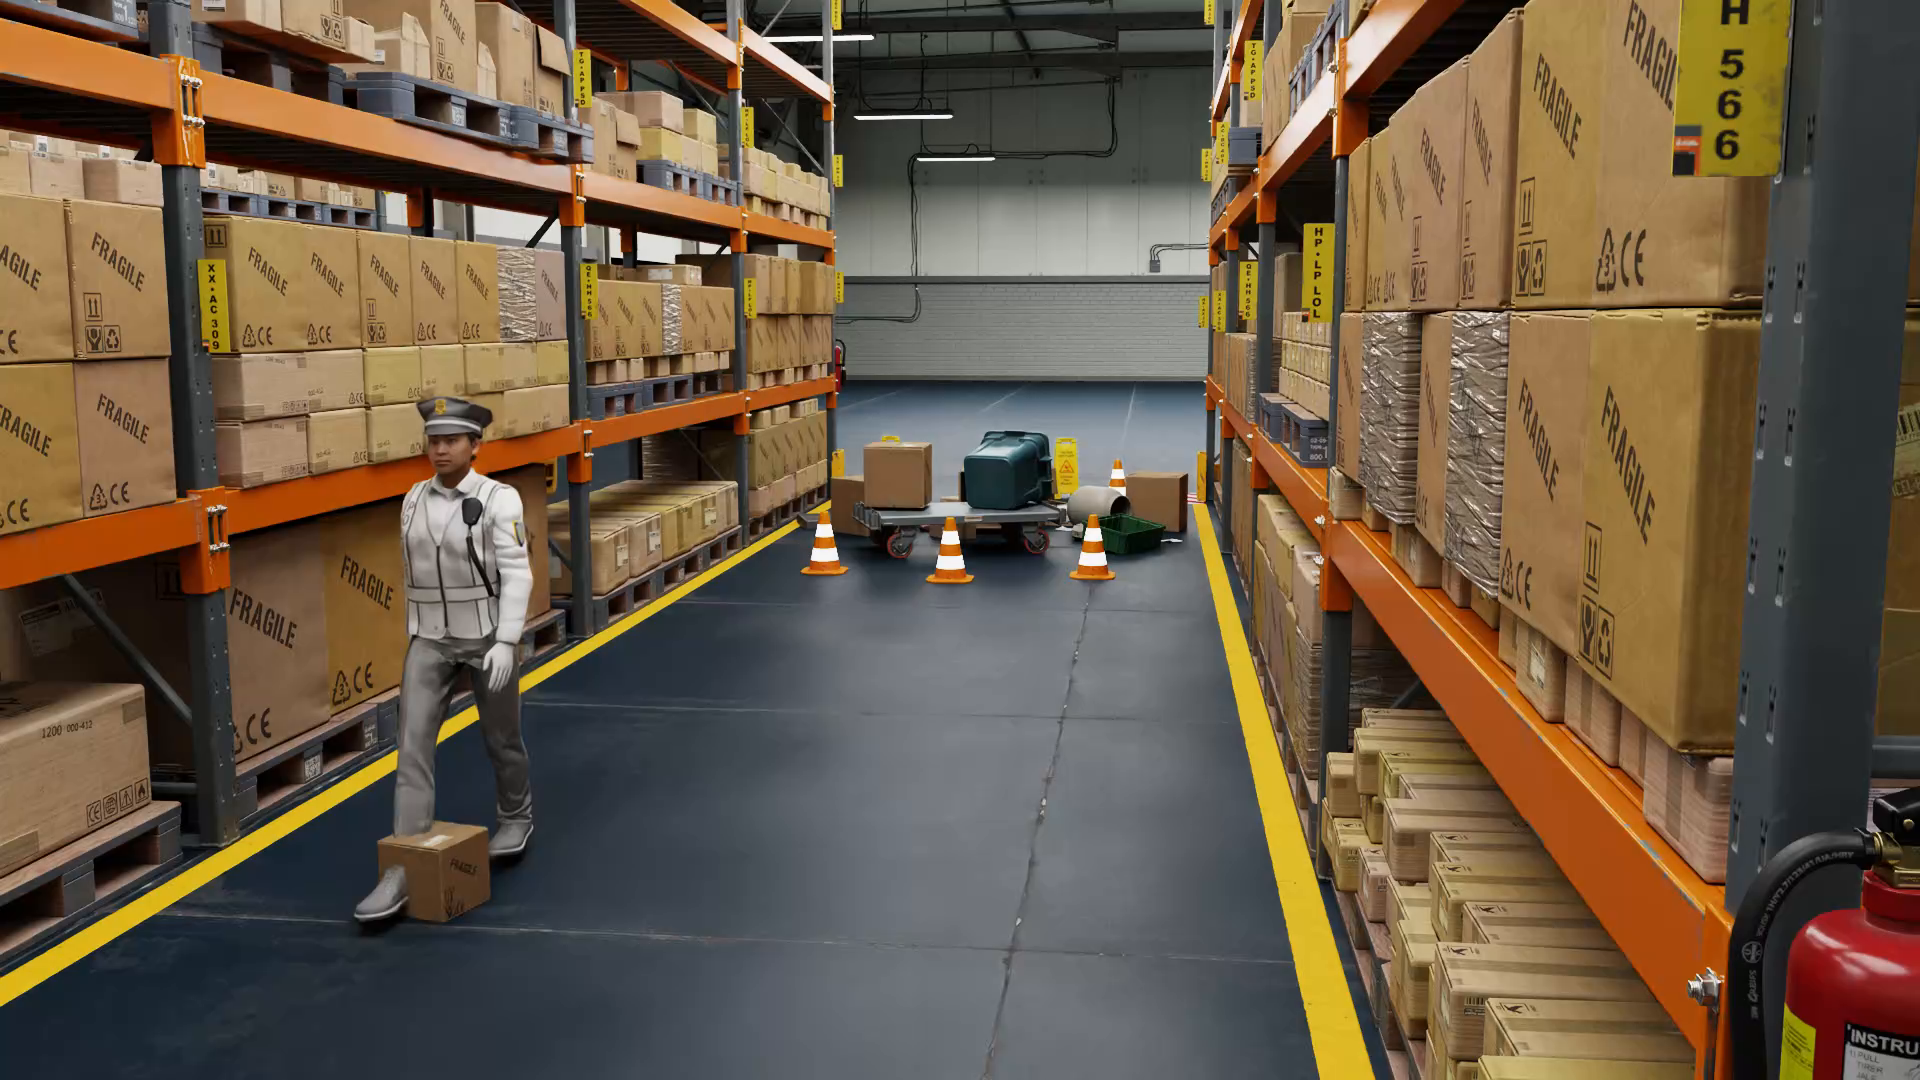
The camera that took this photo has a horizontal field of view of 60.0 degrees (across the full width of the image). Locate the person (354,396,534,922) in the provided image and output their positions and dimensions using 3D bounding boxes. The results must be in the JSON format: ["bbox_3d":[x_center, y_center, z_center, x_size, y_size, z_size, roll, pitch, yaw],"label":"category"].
[{"bbox_3d":[-1.686,0.341,5.555,0.509,1.639,0.931,1,8,5],"label":"person"}]
